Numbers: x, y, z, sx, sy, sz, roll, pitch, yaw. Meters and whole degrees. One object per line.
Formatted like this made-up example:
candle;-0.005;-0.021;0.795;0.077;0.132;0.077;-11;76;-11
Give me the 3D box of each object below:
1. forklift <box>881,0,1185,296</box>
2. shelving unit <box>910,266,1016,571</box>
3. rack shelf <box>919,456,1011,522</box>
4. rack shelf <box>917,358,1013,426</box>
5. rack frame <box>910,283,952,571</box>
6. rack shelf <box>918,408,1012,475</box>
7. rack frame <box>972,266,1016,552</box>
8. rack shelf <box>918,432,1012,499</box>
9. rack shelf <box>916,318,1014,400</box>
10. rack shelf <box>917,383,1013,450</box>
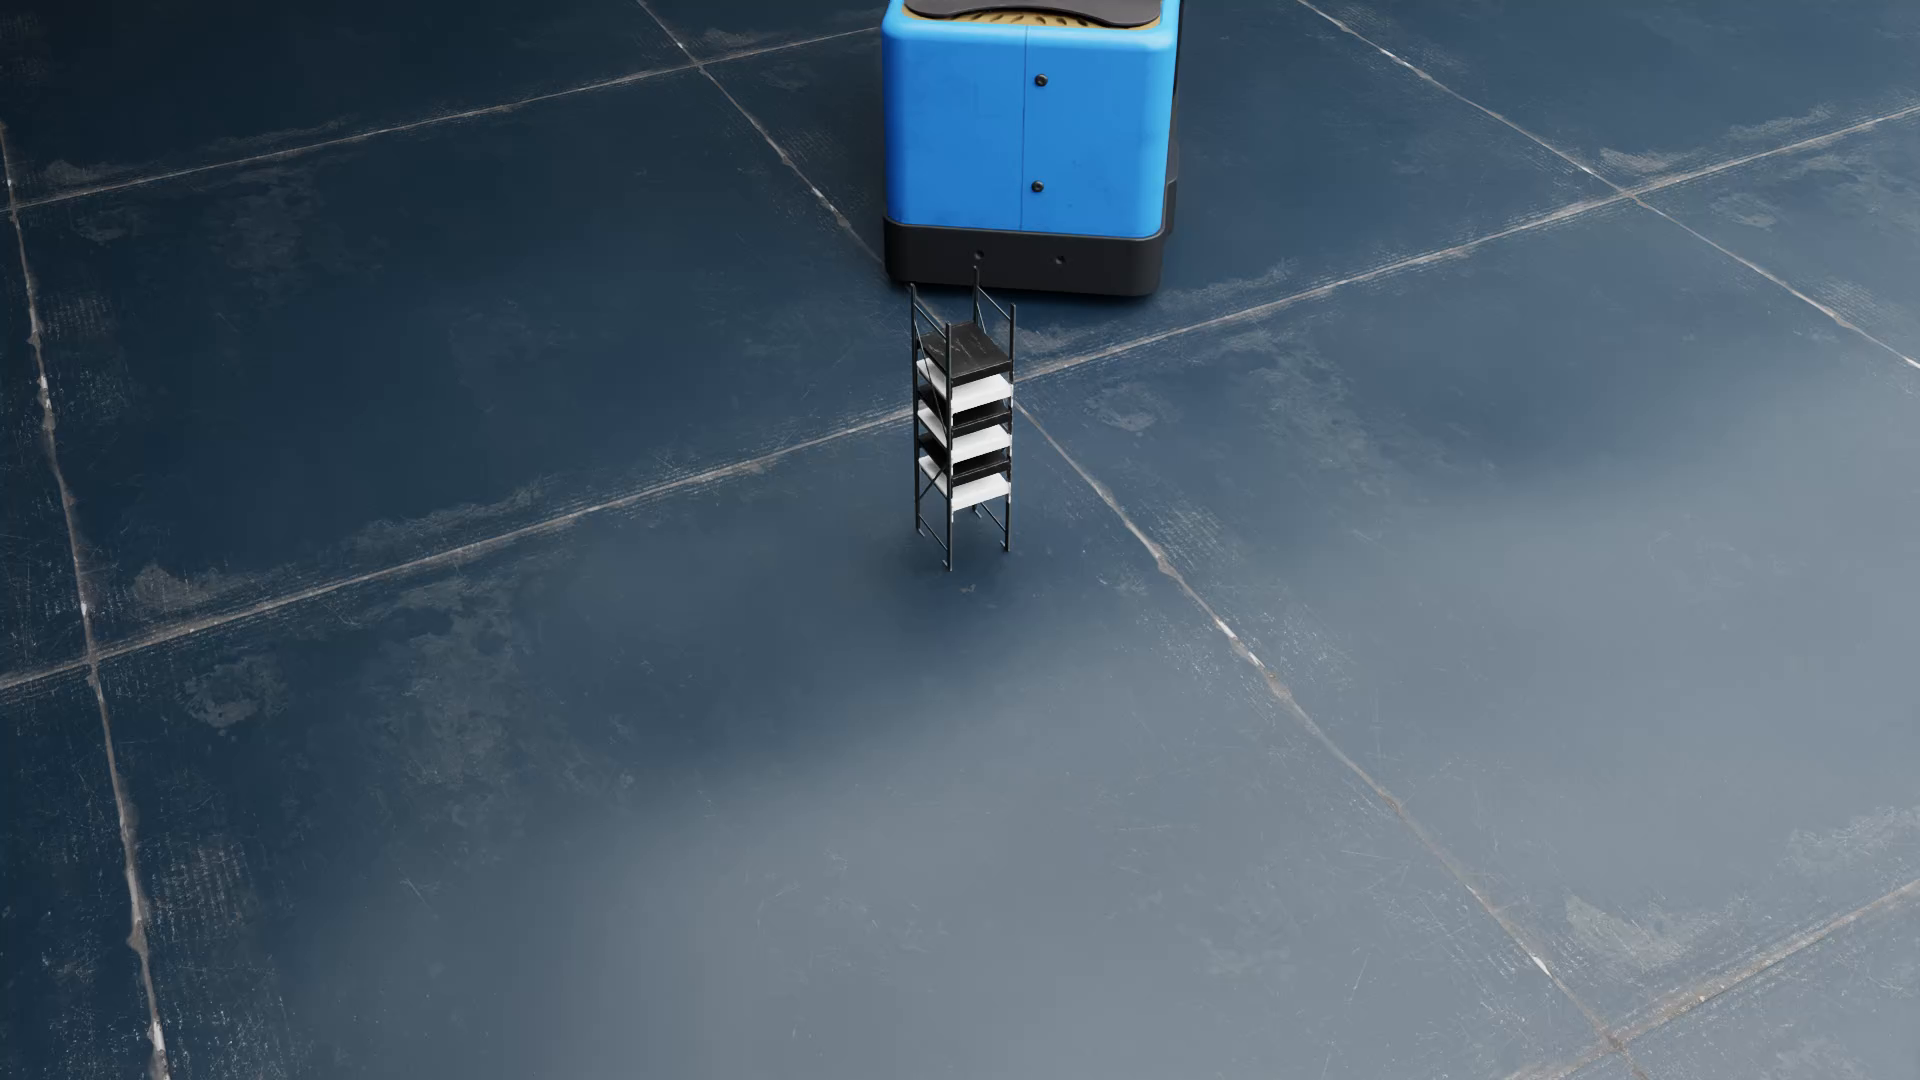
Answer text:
forklift;0.405;-2.978;6.499;1.130;2.935;3.031;5;40;5
shelving unit;0.007;-0.346;4.962;0.210;0.900;0.258;-19;44;-21
rack shelf;0.007;-0.183;5.100;0.200;0.077;0.258;-19;44;-21
rack shelf;0.007;-0.458;4.867;0.200;0.077;0.258;-19;44;-21
rack frame;-0.083;-0.316;4.926;0.006;0.900;0.240;-19;44;-21
rack shelf;0.007;-0.320;4.984;0.200;0.077;0.258;-19;44;-21
rack frame;0.097;-0.376;4.998;0.006;0.900;0.240;-19;44;-21
rack shelf;0.007;-0.252;5.042;0.200;0.077;0.258;-19;44;-21
rack shelf;0.007;-0.527;4.809;0.200;0.077;0.258;-19;44;-21
rack shelf;0.007;-0.389;4.925;0.200;0.077;0.258;-19;44;-21
